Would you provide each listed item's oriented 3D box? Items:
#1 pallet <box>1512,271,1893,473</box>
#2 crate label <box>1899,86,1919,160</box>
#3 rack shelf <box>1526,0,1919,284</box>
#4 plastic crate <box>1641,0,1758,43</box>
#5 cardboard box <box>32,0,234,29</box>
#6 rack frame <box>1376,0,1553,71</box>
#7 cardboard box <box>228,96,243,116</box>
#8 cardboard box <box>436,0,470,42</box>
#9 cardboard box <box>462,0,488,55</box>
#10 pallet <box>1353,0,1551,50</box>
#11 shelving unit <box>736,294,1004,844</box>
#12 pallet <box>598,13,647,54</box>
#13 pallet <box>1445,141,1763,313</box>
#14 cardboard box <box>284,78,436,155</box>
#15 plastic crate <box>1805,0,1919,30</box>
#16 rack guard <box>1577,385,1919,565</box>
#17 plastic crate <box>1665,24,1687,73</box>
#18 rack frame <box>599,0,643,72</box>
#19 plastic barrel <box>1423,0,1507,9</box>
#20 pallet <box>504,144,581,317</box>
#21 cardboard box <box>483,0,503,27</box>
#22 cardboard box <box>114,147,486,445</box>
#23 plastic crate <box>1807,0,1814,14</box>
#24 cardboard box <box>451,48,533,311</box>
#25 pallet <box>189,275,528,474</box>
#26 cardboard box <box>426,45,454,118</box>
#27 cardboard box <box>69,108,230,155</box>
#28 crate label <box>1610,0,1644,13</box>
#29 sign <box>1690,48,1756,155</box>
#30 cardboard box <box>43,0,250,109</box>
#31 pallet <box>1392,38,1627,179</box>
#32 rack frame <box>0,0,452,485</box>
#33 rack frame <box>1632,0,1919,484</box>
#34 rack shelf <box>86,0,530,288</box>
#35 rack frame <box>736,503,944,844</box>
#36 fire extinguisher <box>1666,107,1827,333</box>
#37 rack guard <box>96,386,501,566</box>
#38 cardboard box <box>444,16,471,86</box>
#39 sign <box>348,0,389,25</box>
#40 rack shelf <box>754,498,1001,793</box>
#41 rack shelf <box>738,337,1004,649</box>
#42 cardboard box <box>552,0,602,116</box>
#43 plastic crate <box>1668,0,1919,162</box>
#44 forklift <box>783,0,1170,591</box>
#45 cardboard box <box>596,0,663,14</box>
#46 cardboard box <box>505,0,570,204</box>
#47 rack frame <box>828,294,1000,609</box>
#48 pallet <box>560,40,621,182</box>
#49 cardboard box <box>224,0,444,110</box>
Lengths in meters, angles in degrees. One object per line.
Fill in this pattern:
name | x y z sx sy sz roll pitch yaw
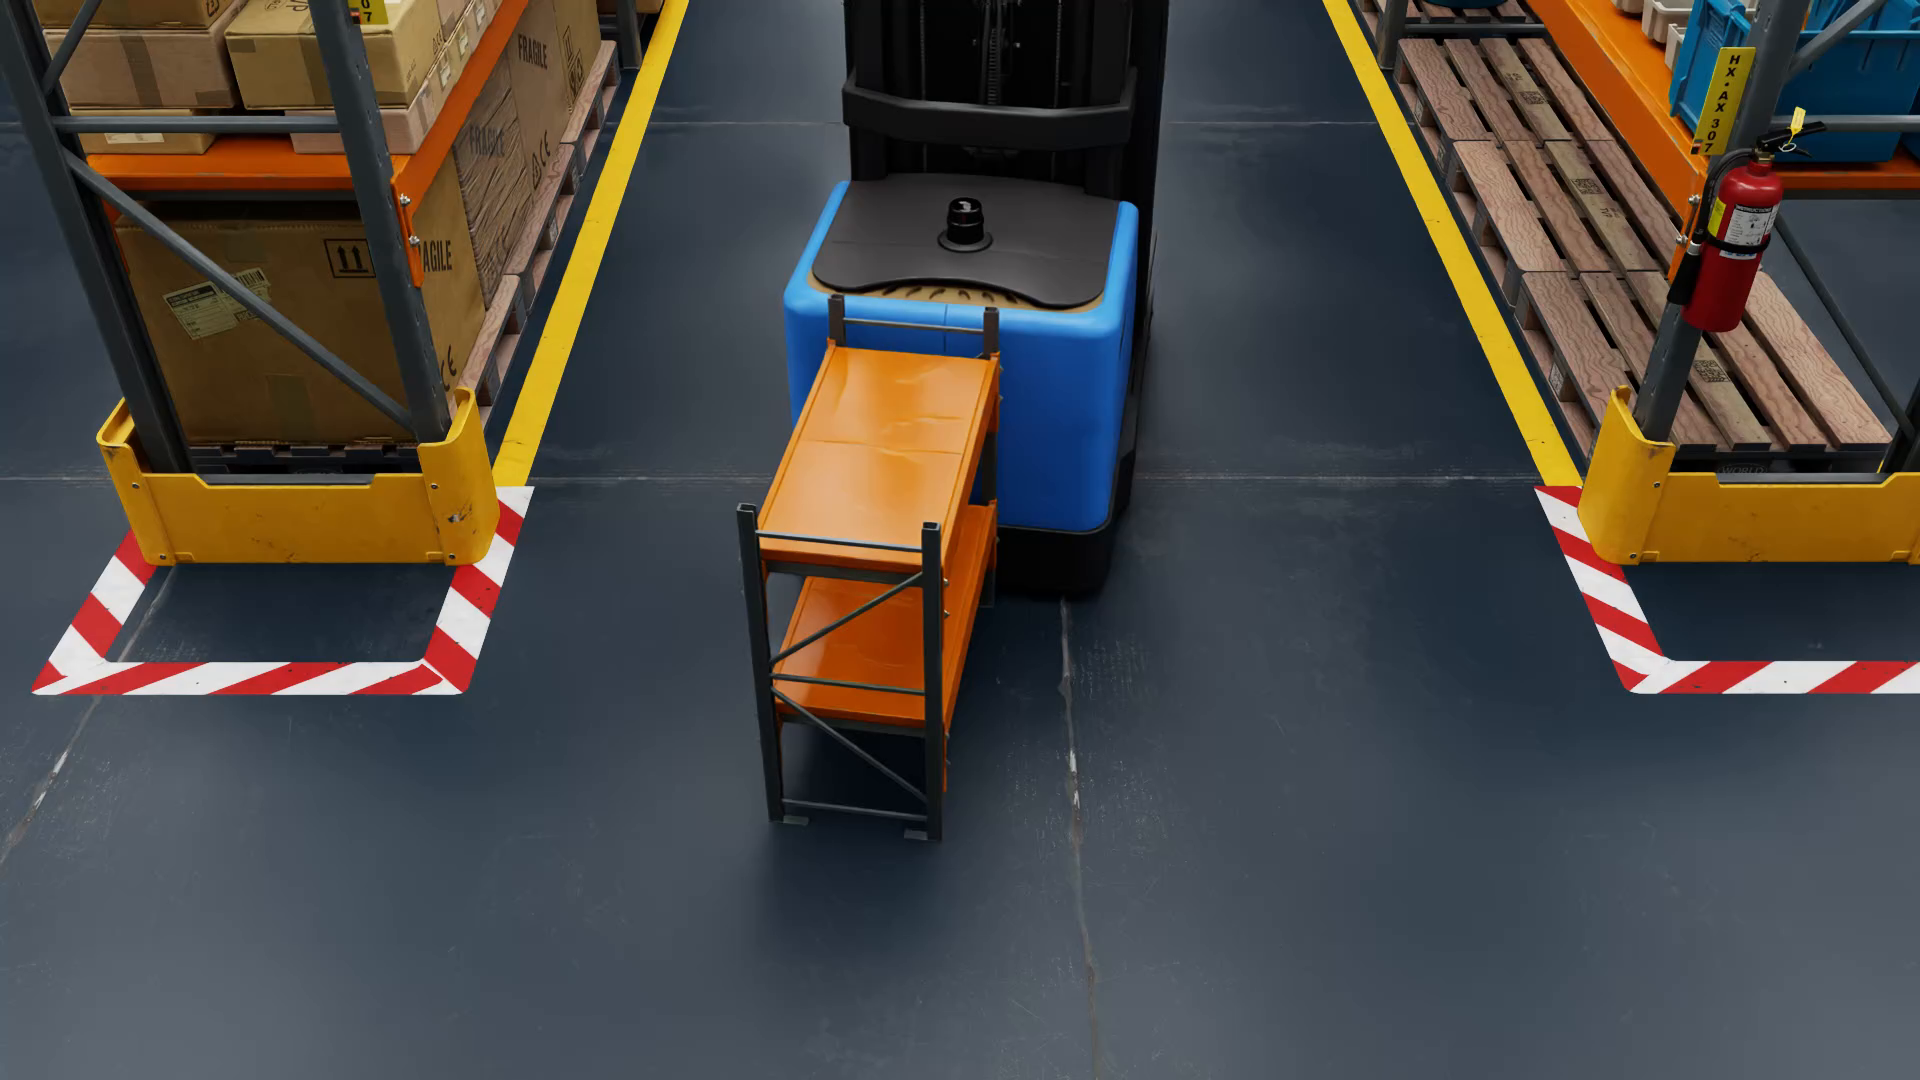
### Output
pallet | 2.787 -0.637 6.376 1.003 0.211 1.213 0 39 0
crate label | 3.078 -1.322 5.087 0.416 0.233 0.303 0 39 0
rack shelf | 2.746 -2.179 6.646 1.077 0.370 4.000 0 39 0
plastic crate | 2.581 -1.821 5.786 0.396 0.136 0.243 0 39 0
cardboard box | -2.468 -1.860 4.955 0.500 0.500 0.500 0 39 1
rack frame | 2.744 -3.711 7.982 1.000 3.000 0.127 0 39 0
cardboard box | -2.536 -1.493 5.415 0.380 0.149 0.250 0 39 0
cardboard box | -1.942 -1.889 5.590 0.500 0.250 0.500 0 39 -1
cardboard box | -1.878 -1.814 5.815 0.380 0.149 0.250 -1 39 -1
pallet | 2.785 -3.105 9.456 1.003 0.211 1.213 0 39 0
shelving unit | -0.215 0.068 4.765 0.538 1.125 1.048 6 39 7
pallet | -2.285 -3.101 9.451 1.003 0.211 1.213 0 39 0
pallet | 2.788 -1.398 7.326 1.003 0.211 1.213 0 39 0
cardboard box | -1.875 -1.330 5.212 0.380 0.149 0.250 0 39 0
plastic crate | 3.077 -1.734 5.601 0.416 0.233 0.300 0 39 0
rack guard | 2.762 -0.219 5.623 1.175 0.500 0.348 0 39 0
plastic crate | 2.567 -1.640 5.560 0.396 0.136 0.243 0 39 0
rack frame | -2.209 -3.707 7.977 1.000 3.000 0.127 0 39 0
plastic barrel | 2.761 -3.396 8.931 0.600 0.901 0.708 0 39 0
pallet | -2.282 -1.379 7.301 1.003 0.211 1.213 0 39 0
cardboard box | -1.878 -1.973 6.014 0.380 0.149 0.250 -1 39 -1
cardboard box | -2.285 -0.941 5.888 0.875 0.875 0.875 0 39 0
plastic crate | 3.159 -1.909 5.897 0.250 0.136 0.298 0 39 0
cardboard box | -2.286 -1.510 6.598 0.875 0.875 0.875 0 39 0
pallet | -2.283 -0.618 6.352 1.003 0.211 1.213 0 39 0
cardboard box | -1.876 -1.490 5.412 0.380 0.149 0.250 -1 39 -1
cardboard box | -2.534 -1.330 5.212 0.380 0.149 0.250 1 39 1
crate label | 2.556 -1.995 6.004 0.396 0.136 0.243 0 39 0
sign | 2.199 -1.262 4.796 0.100 0.325 0.005 0 39 0
cardboard box | -2.470 -1.566 5.188 0.500 0.250 0.500 -1 39 -1
pallet | 2.784 -2.163 8.280 1.003 0.211 1.213 0 39 0
rack frame | -2.204 -1.206 4.856 1.000 3.000 0.127 0 39 0
rack frame | 2.749 -1.209 4.860 1.000 3.000 0.127 0 39 0
rack shelf | -2.206 -2.176 6.642 1.077 0.370 4.000 0 39 0
rack frame | -0.295 0.382 4.374 0.500 1.125 0.032 6 39 7
fire extinguisher | 2.295 -0.939 4.883 0.296 0.674 0.183 0 39 0
rack guard | -2.204 -0.215 5.619 1.175 0.500 0.348 0 39 0
cardboard box | -1.877 -1.650 5.612 0.380 0.149 0.250 -1 39 -1
sign | -1.649 -1.571 4.556 0.100 0.325 0.005 0 39 0
rack shelf | -0.215 0.259 4.918 0.538 0.278 1.000 6 39 7
rack shelf | -0.215 -0.160 4.582 0.538 0.278 1.000 6 39 7
cardboard box | -2.288 -2.629 7.995 0.875 0.875 0.875 0 39 0
plastic crate | 2.562 -1.456 5.092 0.616 0.435 0.499 0 39 0
forklift | 0.192 -1.896 5.773 1.130 2.935 3.031 6 39 7
cardboard box | -2.229 -3.442 9.010 1.225 0.875 0.875 0 39 0
cardboard box | -2.287 -2.066 7.293 0.875 0.875 0.875 0 39 0
rack frame | -0.135 -0.246 5.157 0.500 1.125 0.032 6 39 7
pallet | -2.286 -2.143 8.256 1.003 0.211 1.213 0 39 0
cardboard box | -1.935 -1.564 5.185 0.500 0.250 0.500 -1 39 -1
